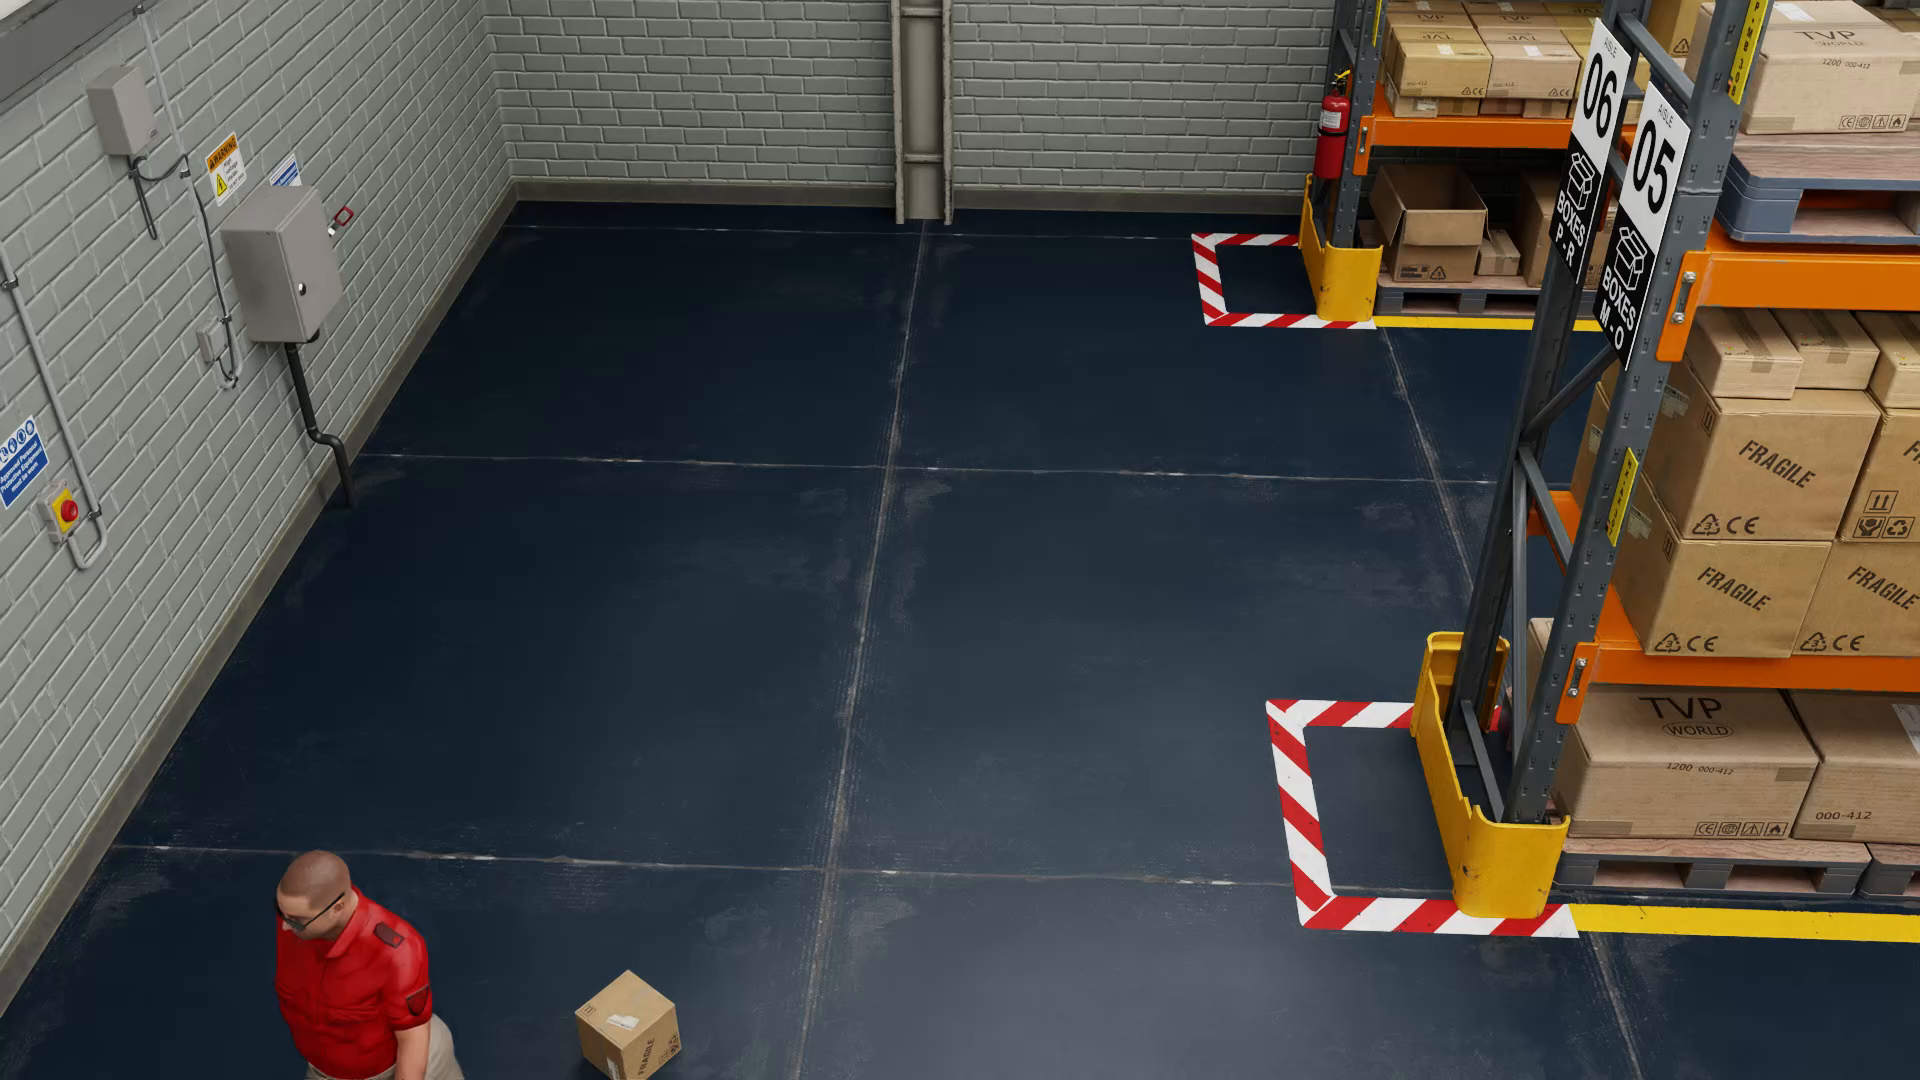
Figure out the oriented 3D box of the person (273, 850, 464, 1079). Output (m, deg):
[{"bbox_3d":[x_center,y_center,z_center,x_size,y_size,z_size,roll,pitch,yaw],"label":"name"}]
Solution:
[{"bbox_3d":[-1.749,1.595,4.903,0.545,1.767,0.752,13,37,17],"label":"person"}]
